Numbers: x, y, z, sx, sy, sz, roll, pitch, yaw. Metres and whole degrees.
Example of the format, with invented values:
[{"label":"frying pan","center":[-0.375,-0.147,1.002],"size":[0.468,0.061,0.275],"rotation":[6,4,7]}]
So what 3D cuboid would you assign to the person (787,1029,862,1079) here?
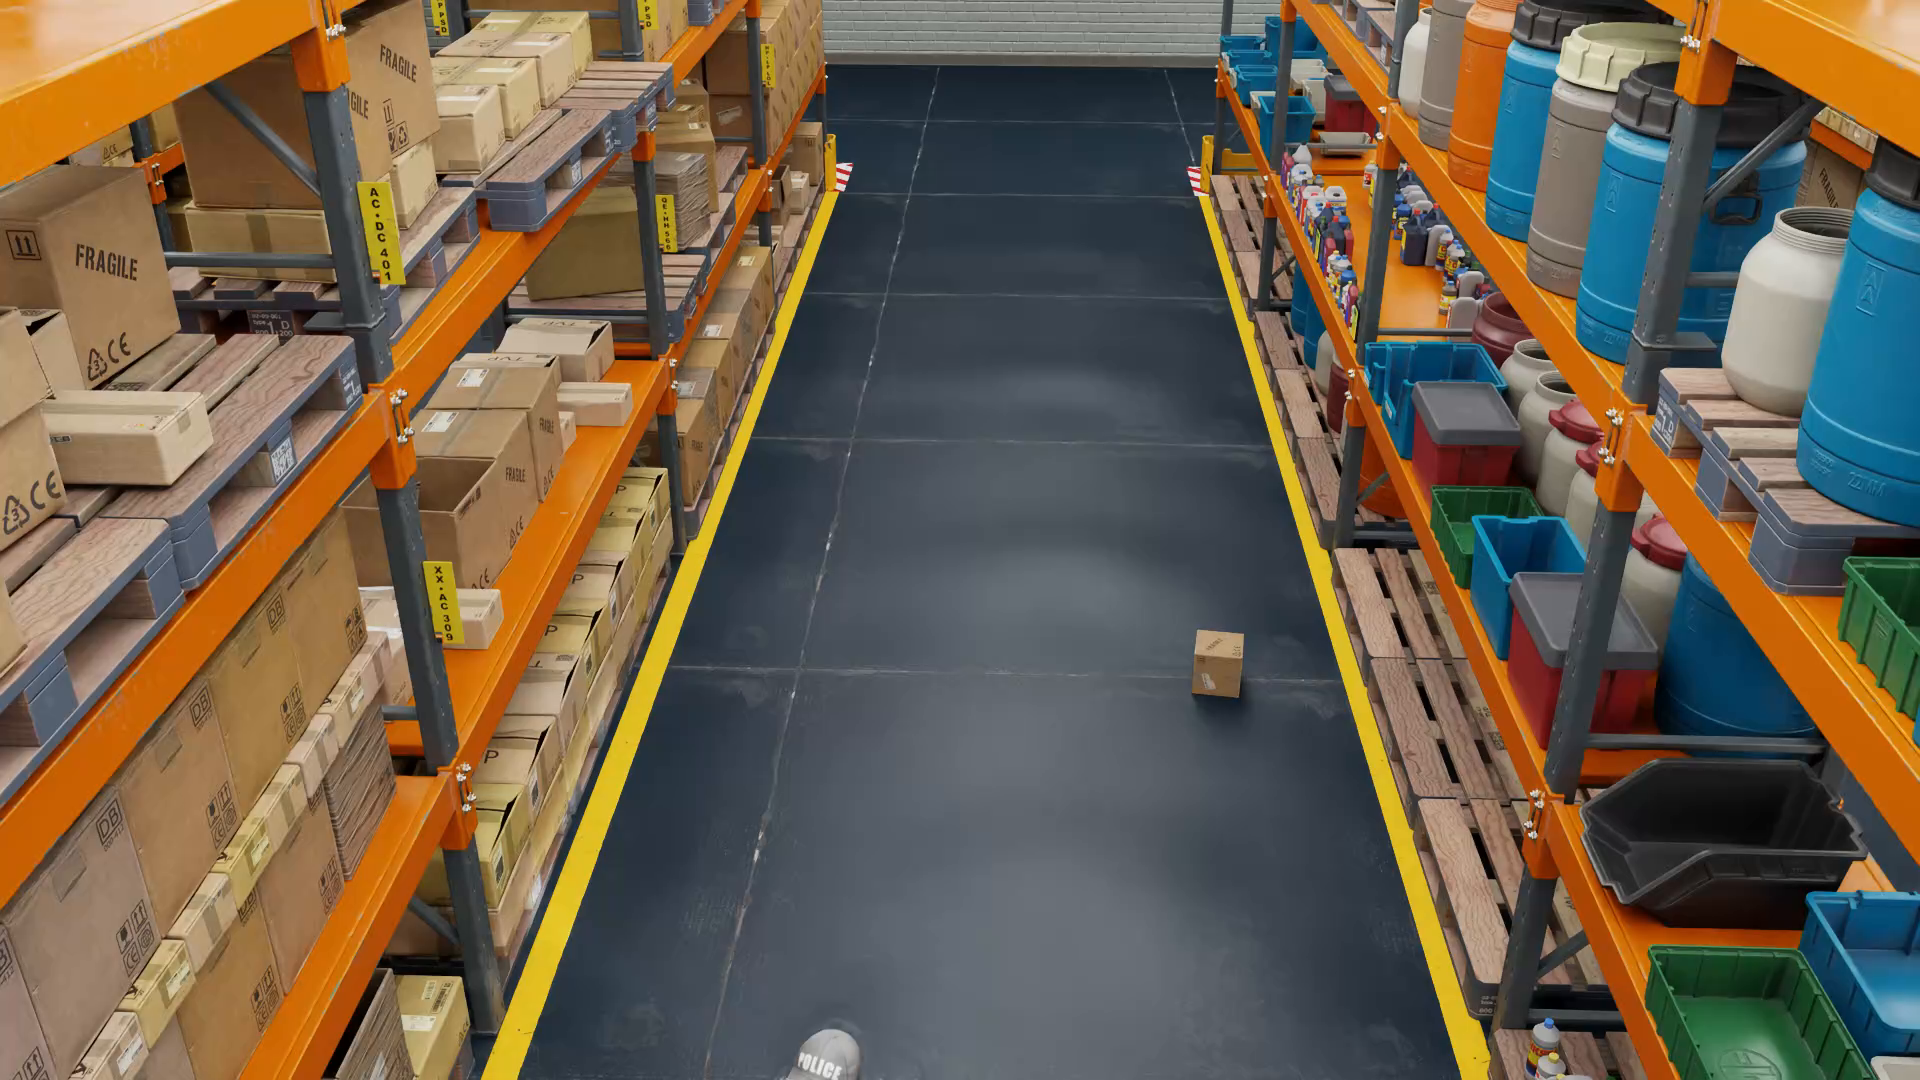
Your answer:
[{"label":"person","center":[-0.372,2.102,4.676],"size":[0.490,1.643,0.864],"rotation":[6,29,11]}]
